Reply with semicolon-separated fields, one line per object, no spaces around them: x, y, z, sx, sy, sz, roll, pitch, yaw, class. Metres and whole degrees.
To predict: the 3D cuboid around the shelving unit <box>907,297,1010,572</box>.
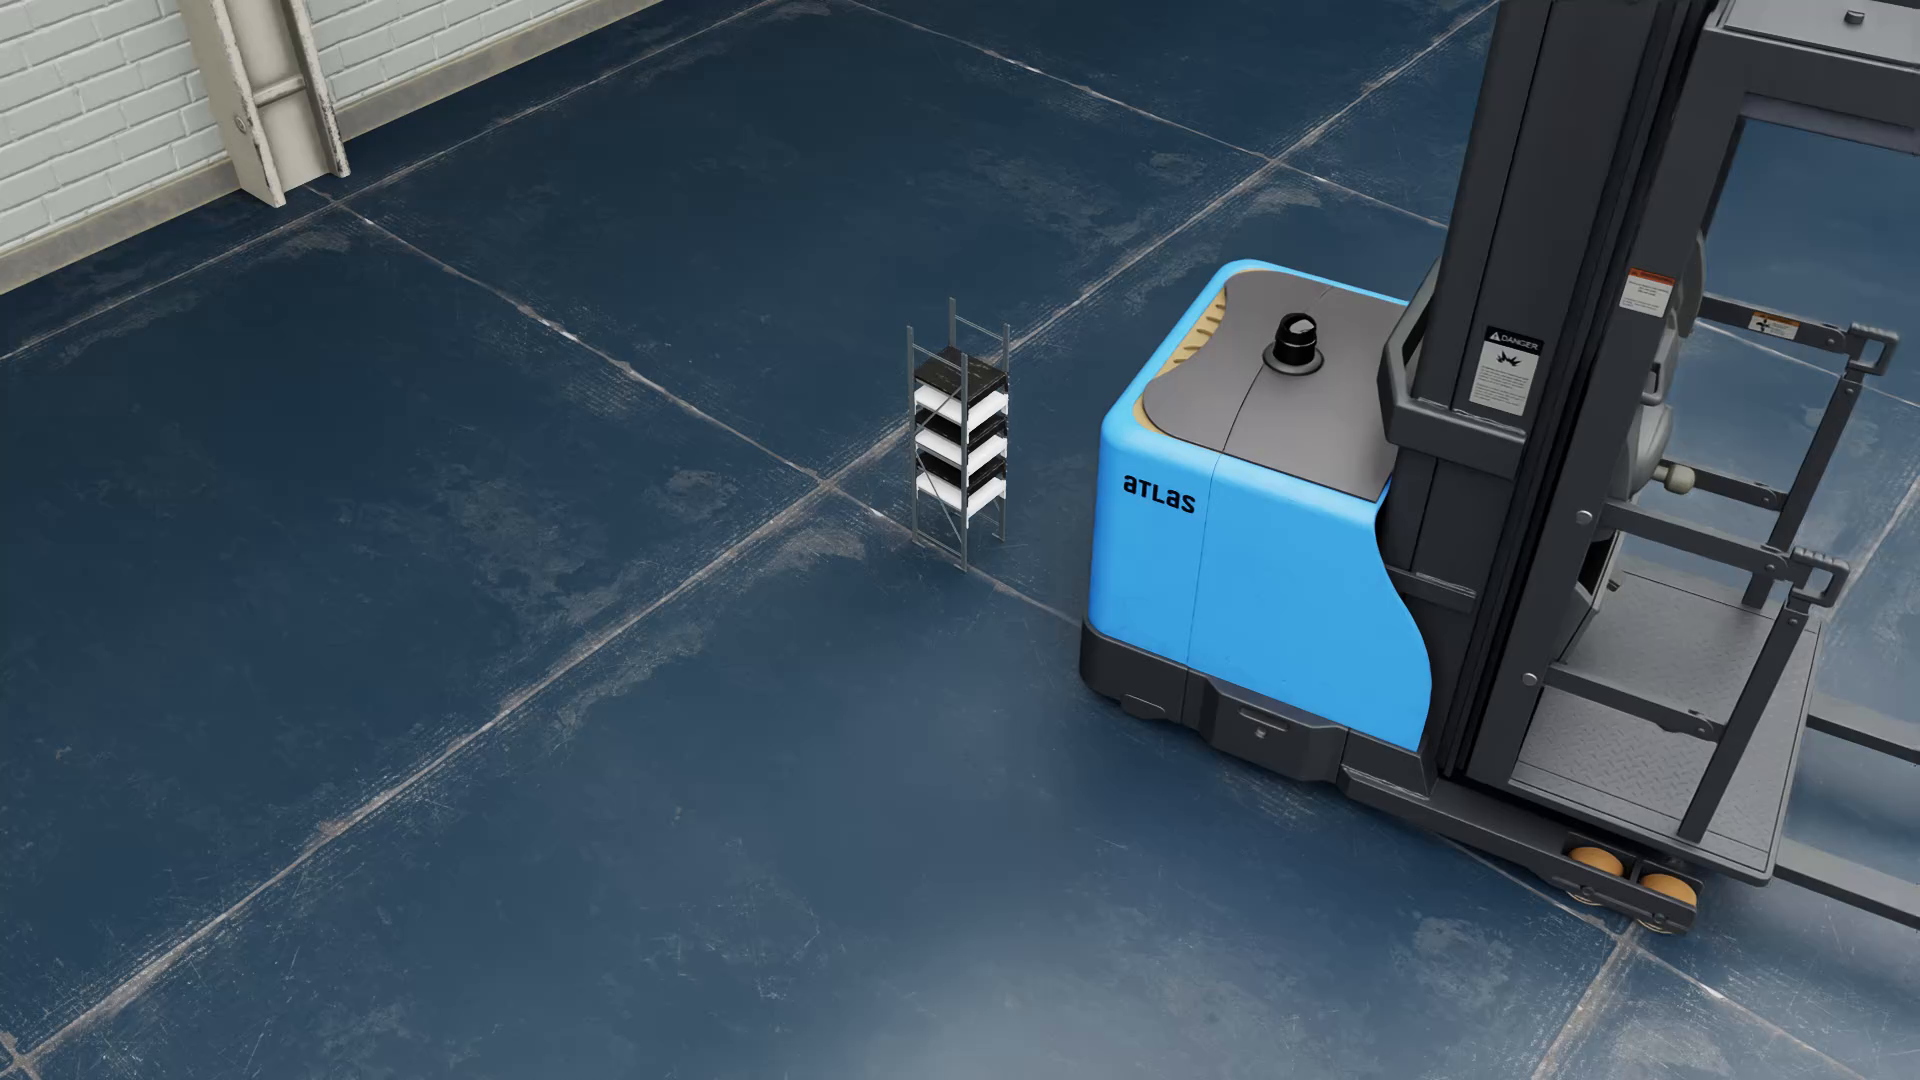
-0.005;-0.329;5.443;0.258;0.900;0.210;29;50;28;shelving unit

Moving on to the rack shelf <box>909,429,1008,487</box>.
-0.005;-0.304;5.465;0.258;0.077;0.200;29;50;28;rack shelf

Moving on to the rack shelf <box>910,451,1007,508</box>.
-0.005;-0.238;5.526;0.258;0.077;0.200;29;50;28;rack shelf

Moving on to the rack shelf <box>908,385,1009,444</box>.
-0.005;-0.437;5.344;0.258;0.077;0.200;29;50;28;rack shelf

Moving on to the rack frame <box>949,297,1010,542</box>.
0.060;-0.381;5.500;0.240;0.900;0.006;29;50;28;rack frame

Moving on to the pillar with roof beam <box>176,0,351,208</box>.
0.274;-3.104;2.475;9.100;9.000;0.400;29;50;28;pillar with roof beam

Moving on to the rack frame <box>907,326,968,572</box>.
-0.071;-0.276;5.385;0.240;0.900;0.006;29;50;28;rack frame

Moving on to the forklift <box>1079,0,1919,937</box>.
1.915;-0.419;4.032;3.031;2.935;1.130;20;46;21;forklift

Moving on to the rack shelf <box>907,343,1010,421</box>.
-0.005;-0.504;5.283;0.258;0.077;0.200;29;50;28;rack shelf

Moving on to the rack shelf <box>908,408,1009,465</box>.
-0.005;-0.371;5.405;0.258;0.077;0.200;29;50;28;rack shelf

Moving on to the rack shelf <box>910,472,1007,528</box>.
-0.005;-0.171;5.586;0.258;0.077;0.200;29;50;28;rack shelf
